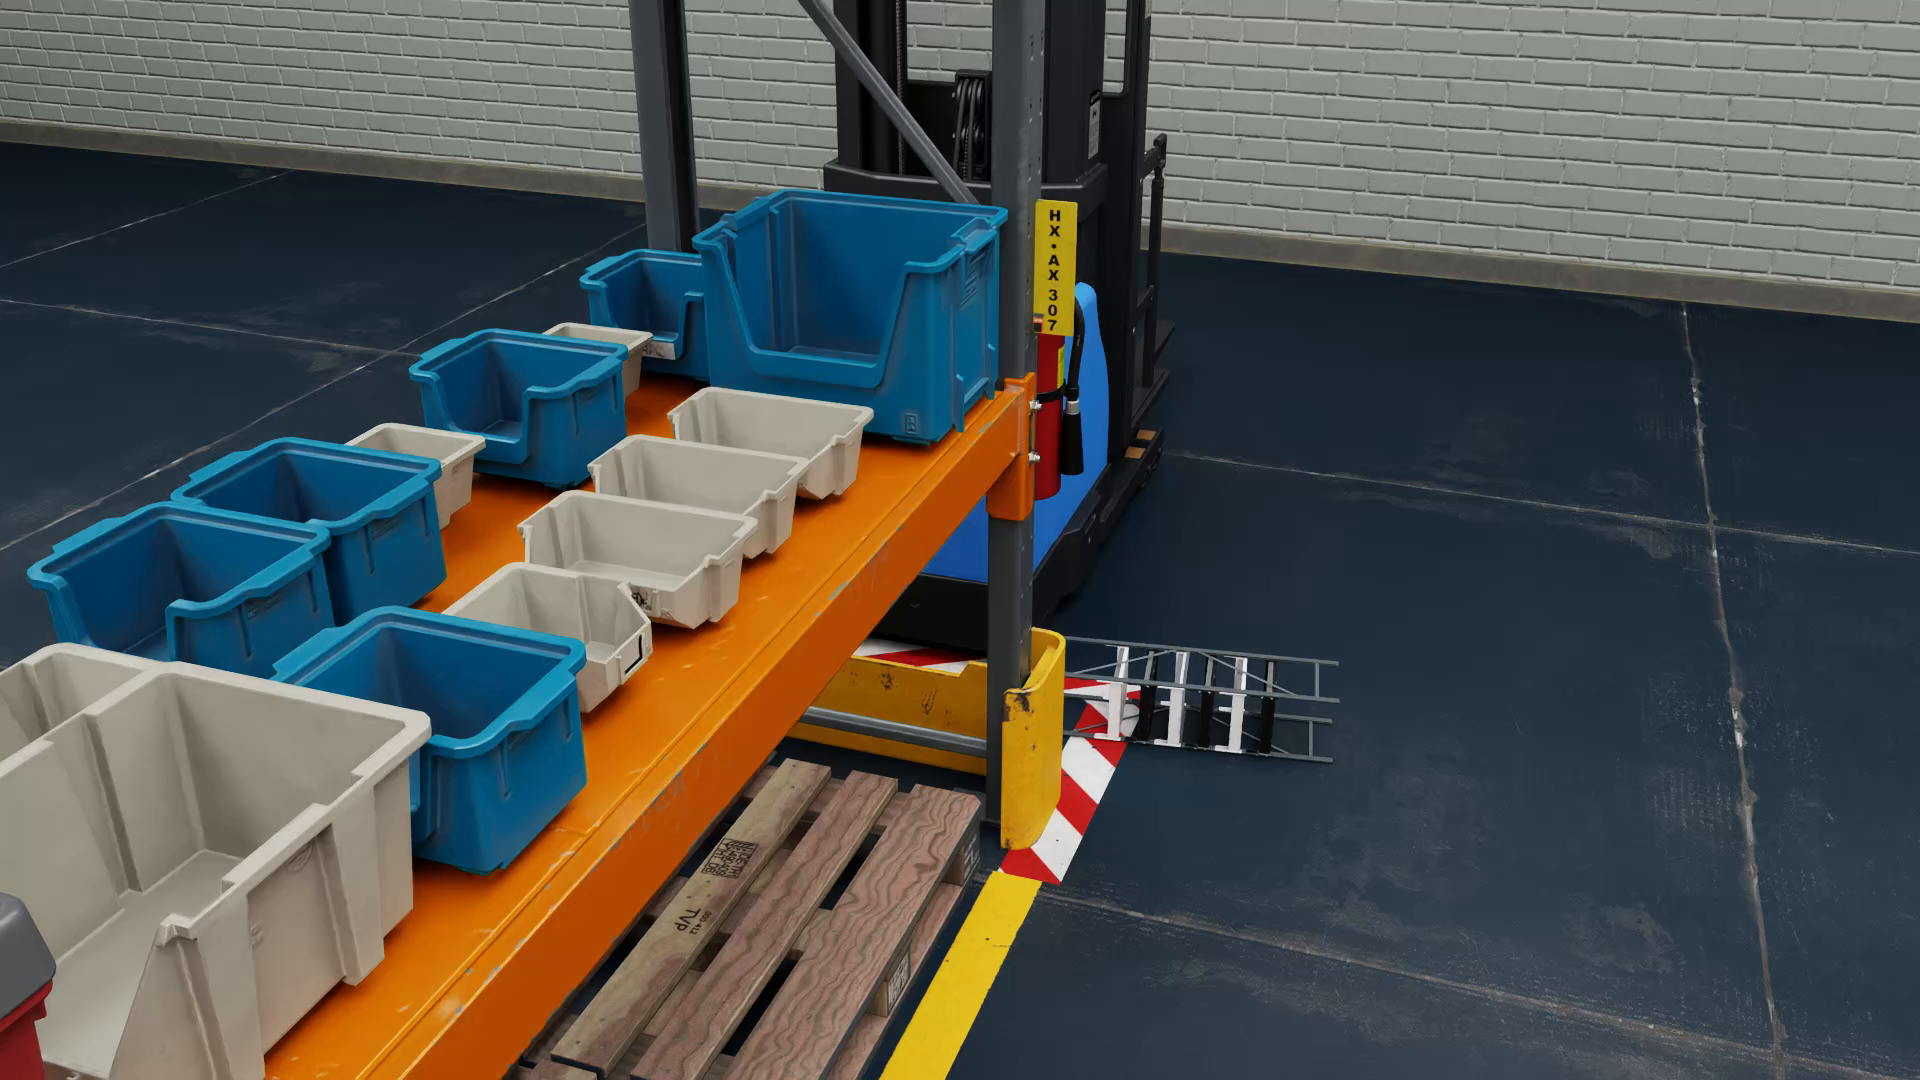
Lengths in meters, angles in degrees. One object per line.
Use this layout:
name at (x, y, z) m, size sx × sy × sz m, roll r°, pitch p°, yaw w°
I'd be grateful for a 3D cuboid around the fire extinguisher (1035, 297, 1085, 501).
fire extinguisher at (0.180, -0.438, 4.228) m, size 0.296 × 0.674 × 0.183 m, roll 9°, pitch 27°, yaw 17°

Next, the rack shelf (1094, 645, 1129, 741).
rack shelf at (0.466, 0.456, 5.060) m, size 0.077 × 0.200 × 0.258 m, roll 5°, pitch 26°, yaw 10°

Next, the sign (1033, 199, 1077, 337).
sign at (0.225, -0.644, 3.952) m, size 0.100 × 0.325 × 0.005 m, roll 9°, pitch 27°, yaw 17°

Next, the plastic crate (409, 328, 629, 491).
plastic crate at (-0.910, -0.271, 3.492) m, size 0.416 × 0.233 × 0.300 m, roll 9°, pitch 27°, yaw 17°

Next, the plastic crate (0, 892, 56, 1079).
plastic crate at (-1.096, 0.613, 1.399) m, size 0.402 × 0.464 × 0.583 m, roll 9°, pitch 27°, yaw 17°

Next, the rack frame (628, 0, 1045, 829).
rack frame at (-0.299, -0.644, 4.138) m, size 1.000 × 3.000 × 0.127 m, roll 9°, pitch 27°, yaw 17°

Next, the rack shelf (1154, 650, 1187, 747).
rack shelf at (0.642, 0.471, 5.029) m, size 0.077 × 0.200 × 0.258 m, roll 5°, pitch 26°, yaw 10°

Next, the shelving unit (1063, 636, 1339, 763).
shelving unit at (0.675, 0.474, 5.024) m, size 0.900 × 0.210 × 0.258 m, roll 5°, pitch 26°, yaw 10°

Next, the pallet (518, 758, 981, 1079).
pallet at (-0.610, 0.944, 4.057) m, size 1.003 × 0.211 × 1.213 m, roll 9°, pitch 27°, yaw 17°

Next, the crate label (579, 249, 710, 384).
crate label at (-0.691, -0.542, 4.051) m, size 0.416 × 0.233 × 0.303 m, roll 9°, pitch 27°, yaw 17°

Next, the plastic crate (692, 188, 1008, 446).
plastic crate at (-0.234, -0.522, 3.777) m, size 0.616 × 0.435 × 0.499 m, roll 9°, pitch 27°, yaw 17°

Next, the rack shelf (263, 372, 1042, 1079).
rack shelf at (-0.964, 0.502, 2.597) m, size 1.077 × 0.370 × 4.000 m, roll 9°, pitch 27°, yaw 17°

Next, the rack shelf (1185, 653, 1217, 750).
rack shelf at (0.731, 0.479, 5.014) m, size 0.077 × 0.200 × 0.258 m, roll 5°, pitch 26°, yaw 10°

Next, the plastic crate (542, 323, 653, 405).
plastic crate at (-0.876, -0.379, 3.824) m, size 0.250 × 0.136 × 0.298 m, roll 9°, pitch 27°, yaw 17°

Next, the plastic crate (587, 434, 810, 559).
plastic crate at (-0.509, -0.074, 3.195) m, size 0.396 × 0.136 × 0.243 m, roll 9°, pitch 27°, yaw 17°

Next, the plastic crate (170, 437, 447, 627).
plastic crate at (-1.130, -0.001, 2.933) m, size 0.416 × 0.233 × 0.300 m, roll 9°, pitch 27°, yaw 17°

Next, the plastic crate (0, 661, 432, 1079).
plastic crate at (-0.948, 0.425, 1.997) m, size 0.437 × 0.282 × 0.530 m, roll 9°, pitch 27°, yaw 17°

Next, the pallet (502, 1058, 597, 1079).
pallet at (-1.017, 1.444, 3.025) m, size 1.003 × 0.211 × 1.213 m, roll 9°, pitch 27°, yaw 17°

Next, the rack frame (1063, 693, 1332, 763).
rack frame at (0.675, 0.566, 5.068) m, size 0.900 × 0.006 × 0.240 m, roll 5°, pitch 26°, yaw 10°

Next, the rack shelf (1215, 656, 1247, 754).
rack shelf at (0.819, 0.486, 4.999) m, size 0.077 × 0.200 × 0.258 m, roll 5°, pitch 26°, yaw 10°

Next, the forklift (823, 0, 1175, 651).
forklift at (0.203, -1.577, 6.144) m, size 1.130 × 2.935 × 3.031 m, roll 9°, pitch 27°, yaw 17°

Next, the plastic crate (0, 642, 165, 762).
plastic crate at (-1.334, 0.332, 2.356) m, size 0.293 × 0.136 × 0.466 m, roll 9°, pitch 27°, yaw 17°

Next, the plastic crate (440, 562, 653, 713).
plastic crate at (-0.660, 0.168, 2.694) m, size 0.298 × 0.136 × 0.250 m, roll 9°, pitch 27°, yaw 17°

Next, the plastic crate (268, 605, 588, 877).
plastic crate at (-0.740, 0.285, 2.342) m, size 0.416 × 0.233 × 0.300 m, roll 9°, pitch 27°, yaw 17°

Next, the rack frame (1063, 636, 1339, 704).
rack frame at (0.675, 0.383, 4.979) m, size 0.900 × 0.006 × 0.240 m, roll 5°, pitch 26°, yaw 10°

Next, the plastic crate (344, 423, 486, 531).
plastic crate at (-1.102, -0.100, 3.248) m, size 0.250 × 0.136 × 0.298 m, roll 9°, pitch 27°, yaw 17°

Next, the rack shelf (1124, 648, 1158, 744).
rack shelf at (0.554, 0.464, 5.045) m, size 0.077 × 0.200 × 0.258 m, roll 5°, pitch 26°, yaw 10°

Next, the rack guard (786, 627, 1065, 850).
rack guard at (-0.303, 0.469, 4.707) m, size 1.175 × 0.500 × 0.348 m, roll 9°, pitch 27°, yaw 17°

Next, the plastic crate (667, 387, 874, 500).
plastic crate at (-0.399, -0.191, 3.436) m, size 0.396 × 0.136 × 0.243 m, roll 9°, pitch 27°, yaw 17°

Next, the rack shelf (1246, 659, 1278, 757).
rack shelf at (0.907, 0.494, 4.983) m, size 0.077 × 0.200 × 0.258 m, roll 5°, pitch 26°, yaw 10°

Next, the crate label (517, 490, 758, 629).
crate label at (-0.579, 0.044, 2.951) m, size 0.396 × 0.136 × 0.243 m, roll 9°, pitch 27°, yaw 17°

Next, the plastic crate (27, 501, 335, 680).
plastic crate at (-1.229, 0.122, 2.678) m, size 0.416 × 0.233 × 0.300 m, roll 9°, pitch 27°, yaw 17°
